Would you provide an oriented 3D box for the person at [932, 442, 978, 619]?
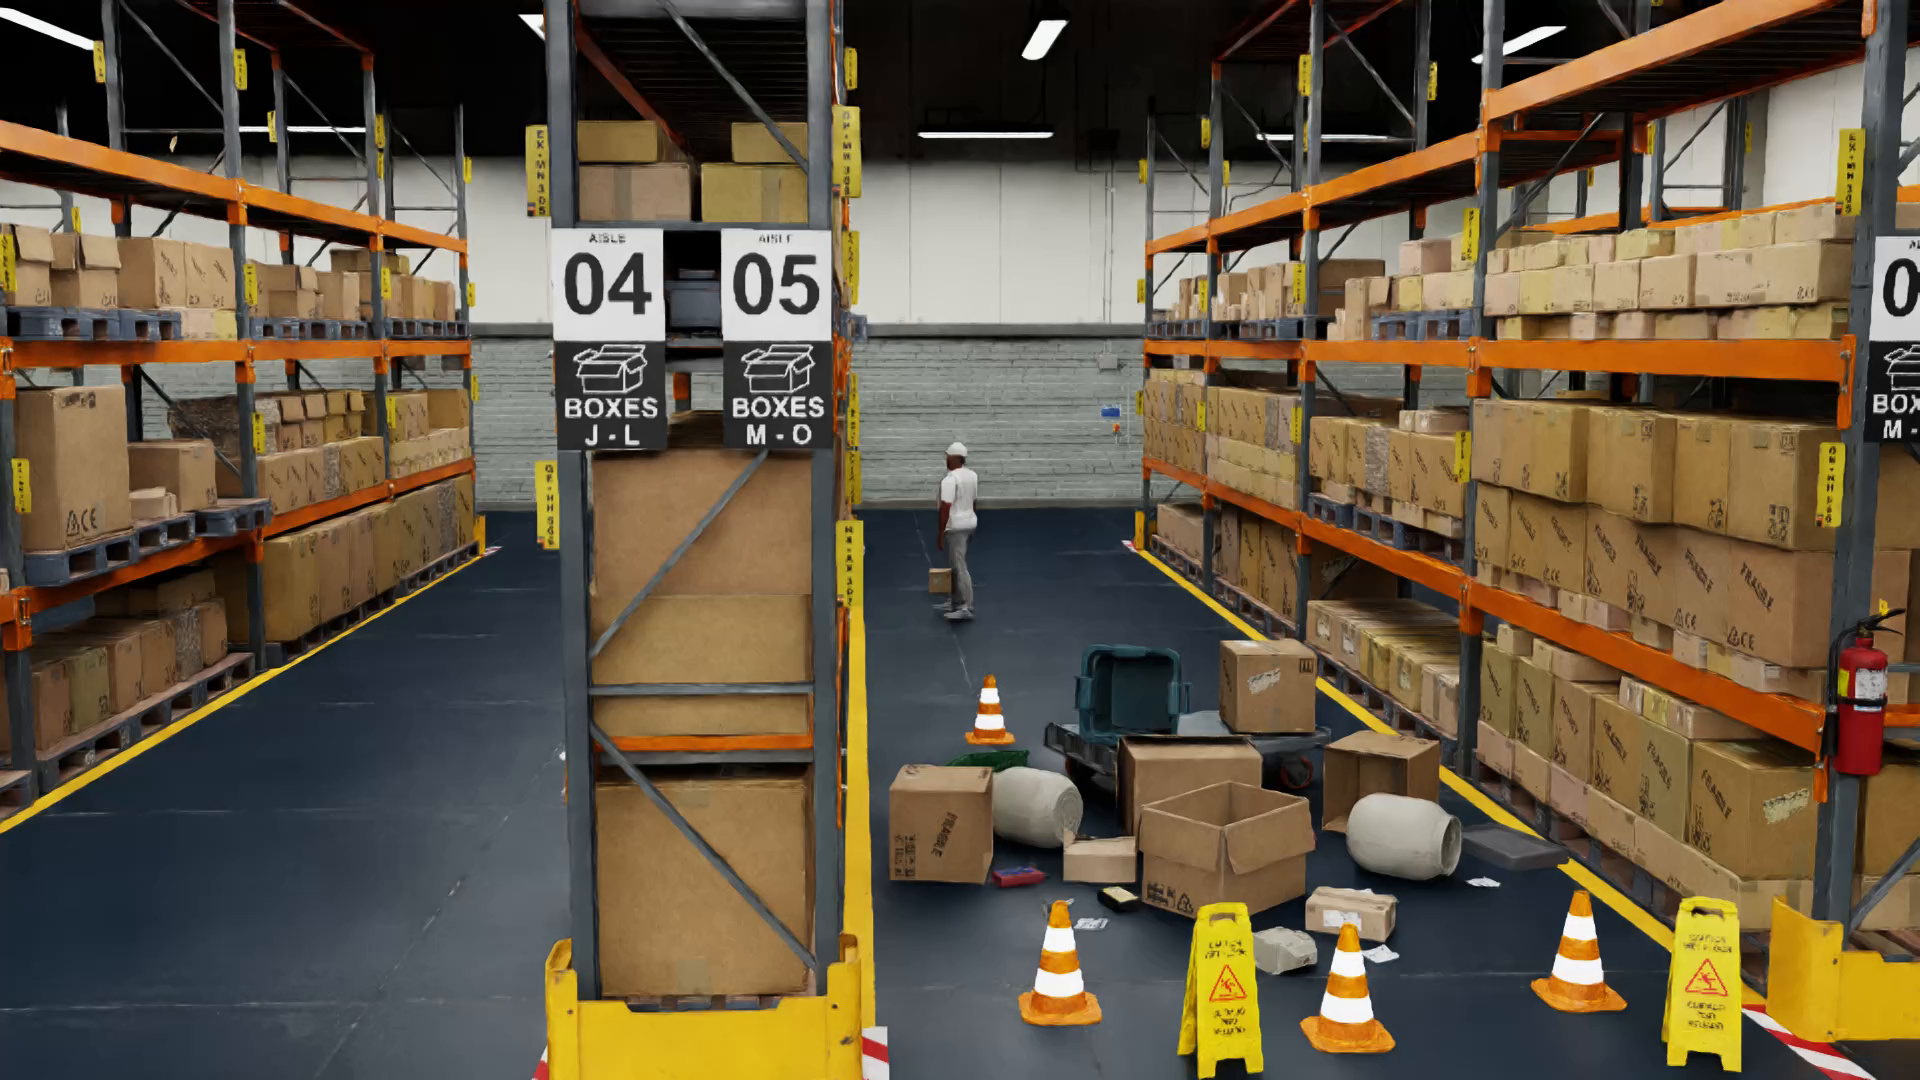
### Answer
[{"bbox_3d":[-0.069,-0.110,16.855,0.571,1.763,0.675,3,8,25],"label":"person"}]
